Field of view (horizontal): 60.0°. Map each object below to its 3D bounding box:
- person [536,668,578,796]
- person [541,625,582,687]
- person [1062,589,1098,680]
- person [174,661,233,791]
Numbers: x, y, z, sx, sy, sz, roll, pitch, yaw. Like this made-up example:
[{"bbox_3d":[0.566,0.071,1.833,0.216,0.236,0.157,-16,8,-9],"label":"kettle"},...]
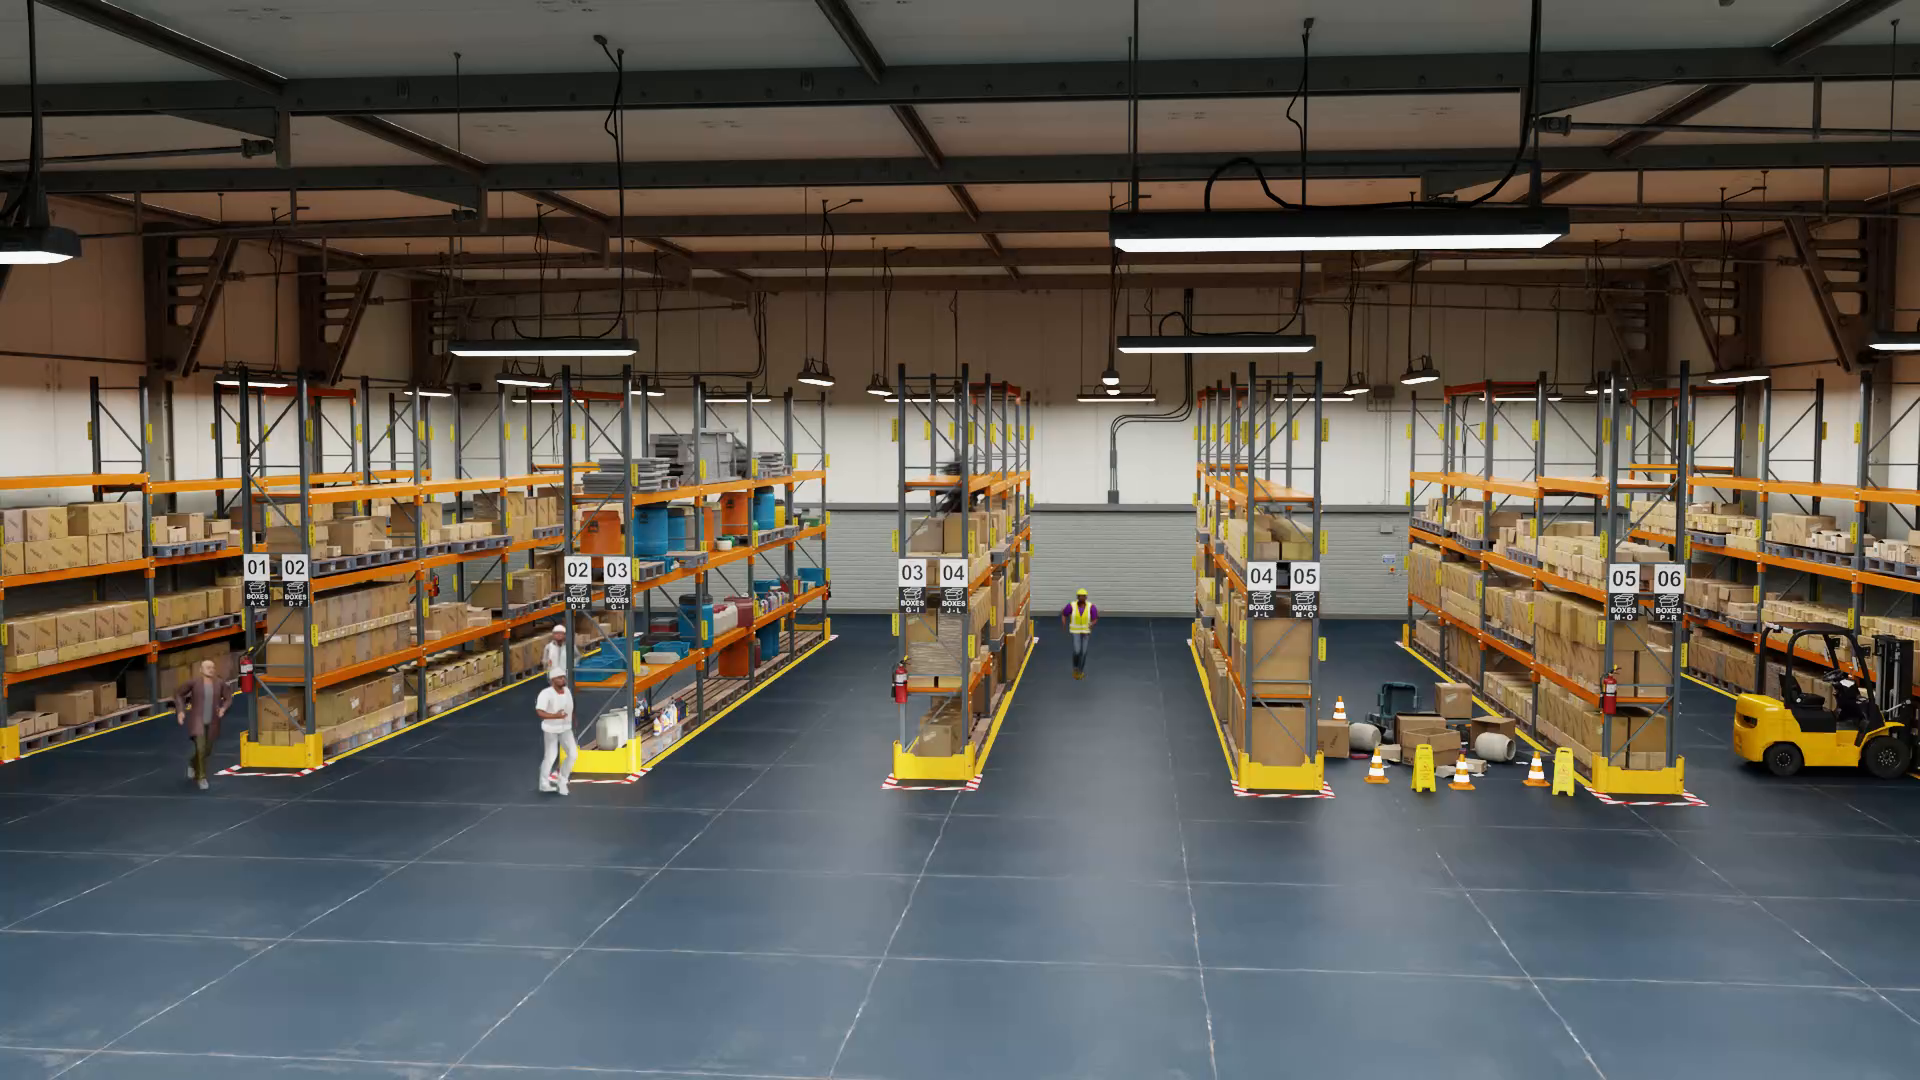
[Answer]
[{"bbox_3d":[-5.534,2.664,23.004,0.689,1.803,0.723,3,5,43],"label":"person"},{"bbox_3d":[-6.733,2.329,28.036,0.640,1.789,0.669,0,4,-6],"label":"person"},{"bbox_3d":[2.313,1.812,31.917,0.680,1.770,0.721,0,4,-4],"label":"person"},{"bbox_3d":[-10.744,2.611,23.698,0.748,1.767,0.914,-3,5,-39],"label":"person"}]
